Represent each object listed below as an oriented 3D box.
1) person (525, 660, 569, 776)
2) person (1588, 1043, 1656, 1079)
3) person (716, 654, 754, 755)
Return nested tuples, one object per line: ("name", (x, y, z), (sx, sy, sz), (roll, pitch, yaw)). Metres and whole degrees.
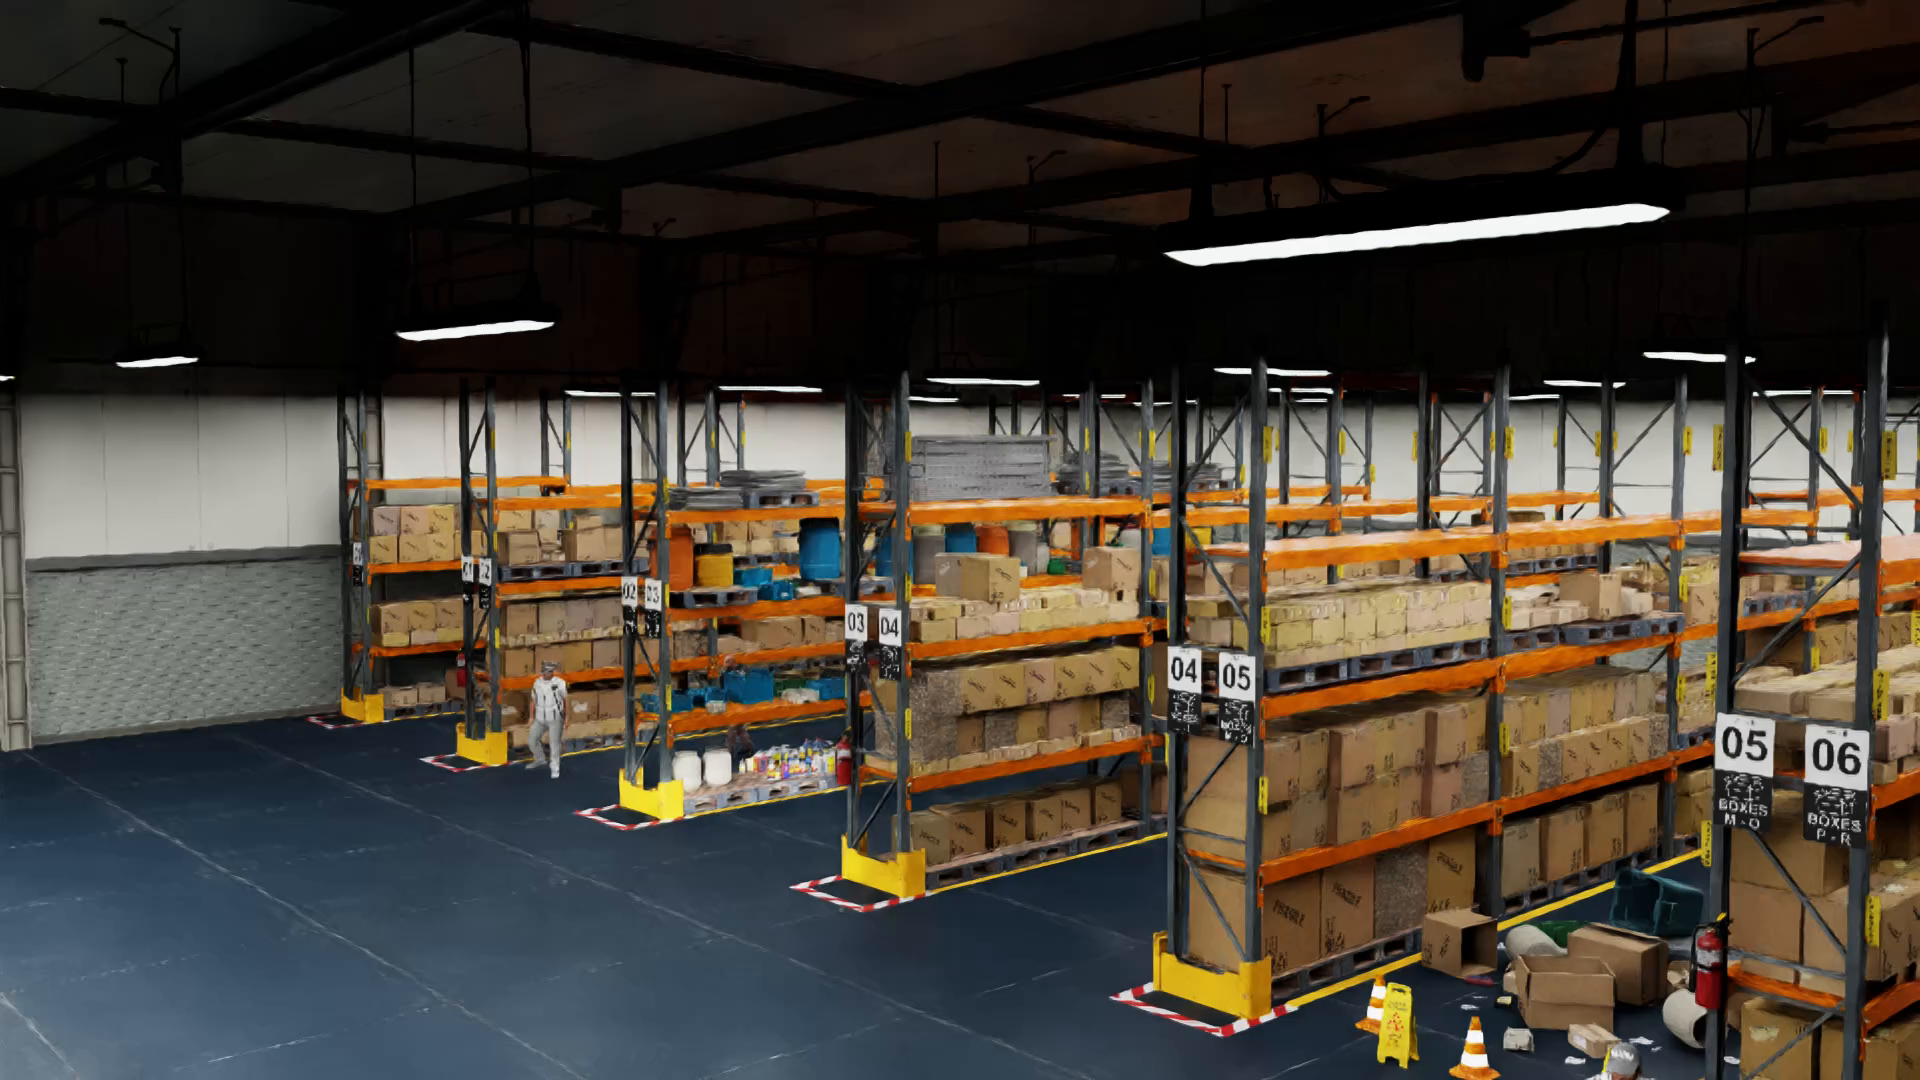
("person", (-6.232, 2.656, 24.960), (0.722, 1.740, 0.556), (0, 4, 7))
("person", (3.969, 3.713, 9.837), (0.656, 1.597, 0.818), (2, 4, 32))
("person", (-3.592, 2.610, 26.119), (0.538, 1.664, 1.026), (3, 5, 40))
